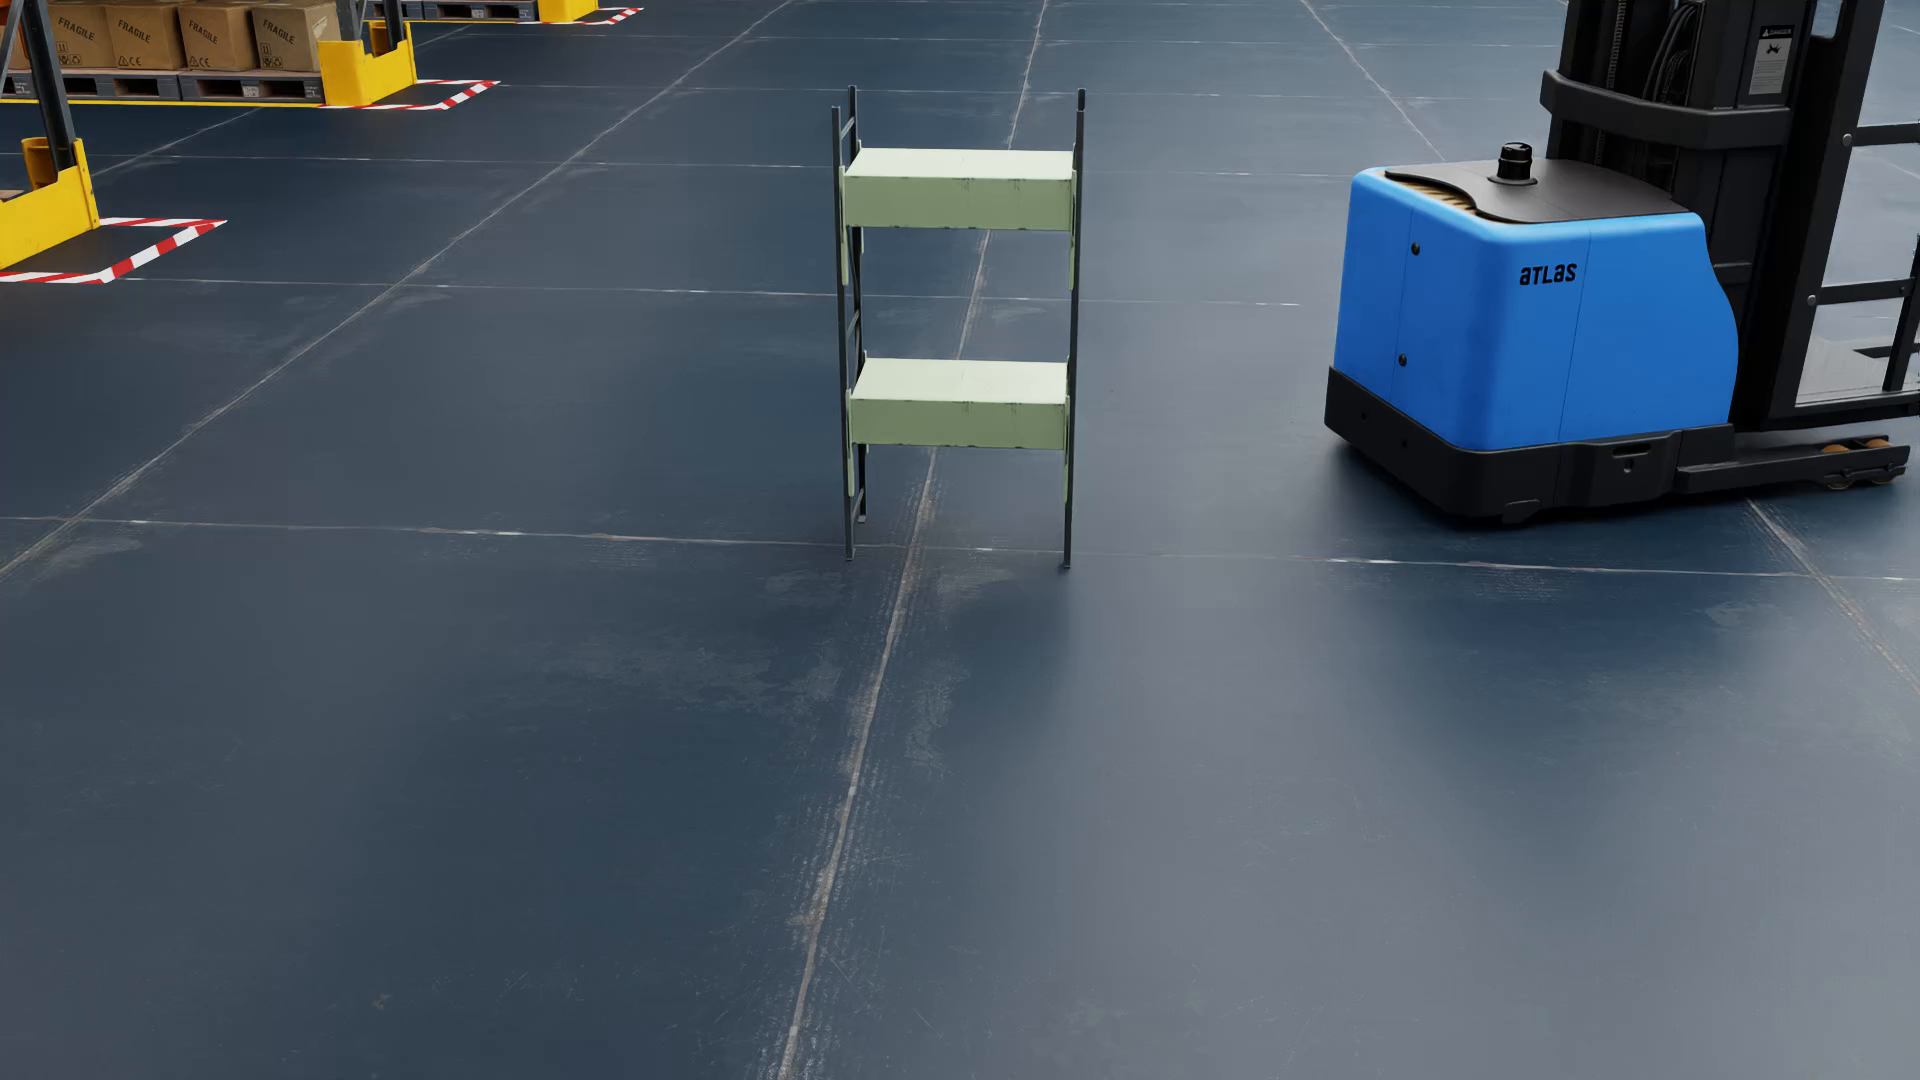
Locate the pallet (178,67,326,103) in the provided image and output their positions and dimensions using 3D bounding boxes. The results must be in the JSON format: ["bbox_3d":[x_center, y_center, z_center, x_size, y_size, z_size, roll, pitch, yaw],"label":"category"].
[{"bbox_3d":[-5.679,-3.845,13.853,1.213,0.211,1.003,2,25,4],"label":"pallet"}]

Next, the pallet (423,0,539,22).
[{"bbox_3d":[-5.119,-5.859,18.230,1.213,0.211,1.003,2,25,4],"label":"pallet"}]

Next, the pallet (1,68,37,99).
[{"bbox_3d":[-8.112,-3.923,14.023,1.213,0.211,1.003,2,25,4],"label":"pallet"}]

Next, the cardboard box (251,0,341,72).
[{"bbox_3d":[-5.417,-4.151,13.670,0.500,0.500,0.500,6,25,14],"label":"cardboard box"}]

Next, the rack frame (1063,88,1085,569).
[{"bbox_3d":[0.372,-0.669,5.411,0.023,1.500,0.400,2,25,4],"label":"rack frame"}]

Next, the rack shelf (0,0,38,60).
[{"bbox_3d":[-7.169,-2.741,8.980,4.000,0.370,1.077,2,25,4],"label":"rack shelf"}]

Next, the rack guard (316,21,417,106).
[{"bbox_3d":[-4.872,-3.935,13.704,0.348,0.500,1.175,2,25,4],"label":"rack guard"}]

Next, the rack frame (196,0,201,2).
[{"bbox_3d":[-8.304,-7.260,17.940,0.127,3.000,1.000,2,25,4],"label":"rack frame"}]

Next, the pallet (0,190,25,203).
[{"bbox_3d":[-6.064,-1.748,9.297,1.213,0.211,1.003,2,25,4],"label":"pallet"}]

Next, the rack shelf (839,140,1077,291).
[{"bbox_3d":[0.007,-1.036,5.273,0.720,0.370,0.431,2,25,4],"label":"rack shelf"}]

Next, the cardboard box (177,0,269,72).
[{"bbox_3d":[-6.016,-4.155,13.680,0.500,0.500,0.500,8,26,18],"label":"cardboard box"}]

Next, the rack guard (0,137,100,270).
[{"bbox_3d":[-5.254,-1.851,9.175,0.348,0.500,1.175,2,25,4],"label":"rack guard"}]

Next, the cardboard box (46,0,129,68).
[{"bbox_3d":[-7.192,-4.220,13.820,0.500,0.500,0.500,0,25,-1],"label":"cardboard box"}]

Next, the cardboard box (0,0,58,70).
[{"bbox_3d":[-7.817,-4.207,13.792,0.500,0.500,0.500,10,27,21],"label":"cardboard box"}]

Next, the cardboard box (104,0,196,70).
[{"bbox_3d":[-6.638,-4.183,13.741,0.500,0.500,0.500,4,25,9],"label":"cardboard box"}]

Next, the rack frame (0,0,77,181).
[{"bbox_3d":[-5.175,-3.004,8.690,0.127,3.000,1.000,2,25,4],"label":"rack frame"}]

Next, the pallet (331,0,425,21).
[{"bbox_3d":[-6.332,-5.899,18.317,1.213,0.211,1.003,2,25,4],"label":"pallet"}]

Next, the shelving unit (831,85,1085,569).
[{"bbox_3d":[0.007,-0.681,5.436,0.755,1.500,0.431,2,25,4],"label":"shelving unit"}]

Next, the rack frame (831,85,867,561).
[{"bbox_3d":[-0.358,-0.693,5.462,0.023,1.500,0.400,2,25,4],"label":"rack frame"}]

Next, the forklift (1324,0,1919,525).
[{"bbox_3d":[3.016,-1.720,5.981,3.031,2.935,1.130,-7,26,-15],"label":"forklift"}]

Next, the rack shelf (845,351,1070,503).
[{"bbox_3d":[0.007,-0.385,5.572,0.720,0.370,0.431,2,25,4],"label":"rack shelf"}]

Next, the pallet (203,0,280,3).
[{"bbox_3d":[-7.551,-5.937,18.399,1.213,0.211,1.003,2,25,4],"label":"pallet"}]

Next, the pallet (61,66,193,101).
[{"bbox_3d":[-6.892,-3.885,13.940,1.213,0.211,1.003,2,25,4],"label":"pallet"}]

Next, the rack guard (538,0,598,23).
[{"bbox_3d":[-4.291,-5.996,18.183,0.348,0.500,1.175,2,25,4],"label":"rack guard"}]

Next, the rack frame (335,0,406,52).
[{"bbox_3d":[-4.796,-5.068,13.176,0.127,3.000,1.000,2,25,4],"label":"rack frame"}]

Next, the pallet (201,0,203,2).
[{"bbox_3d":[-9.079,-5.987,18.509,1.213,0.211,1.003,2,25,4],"label":"pallet"}]
